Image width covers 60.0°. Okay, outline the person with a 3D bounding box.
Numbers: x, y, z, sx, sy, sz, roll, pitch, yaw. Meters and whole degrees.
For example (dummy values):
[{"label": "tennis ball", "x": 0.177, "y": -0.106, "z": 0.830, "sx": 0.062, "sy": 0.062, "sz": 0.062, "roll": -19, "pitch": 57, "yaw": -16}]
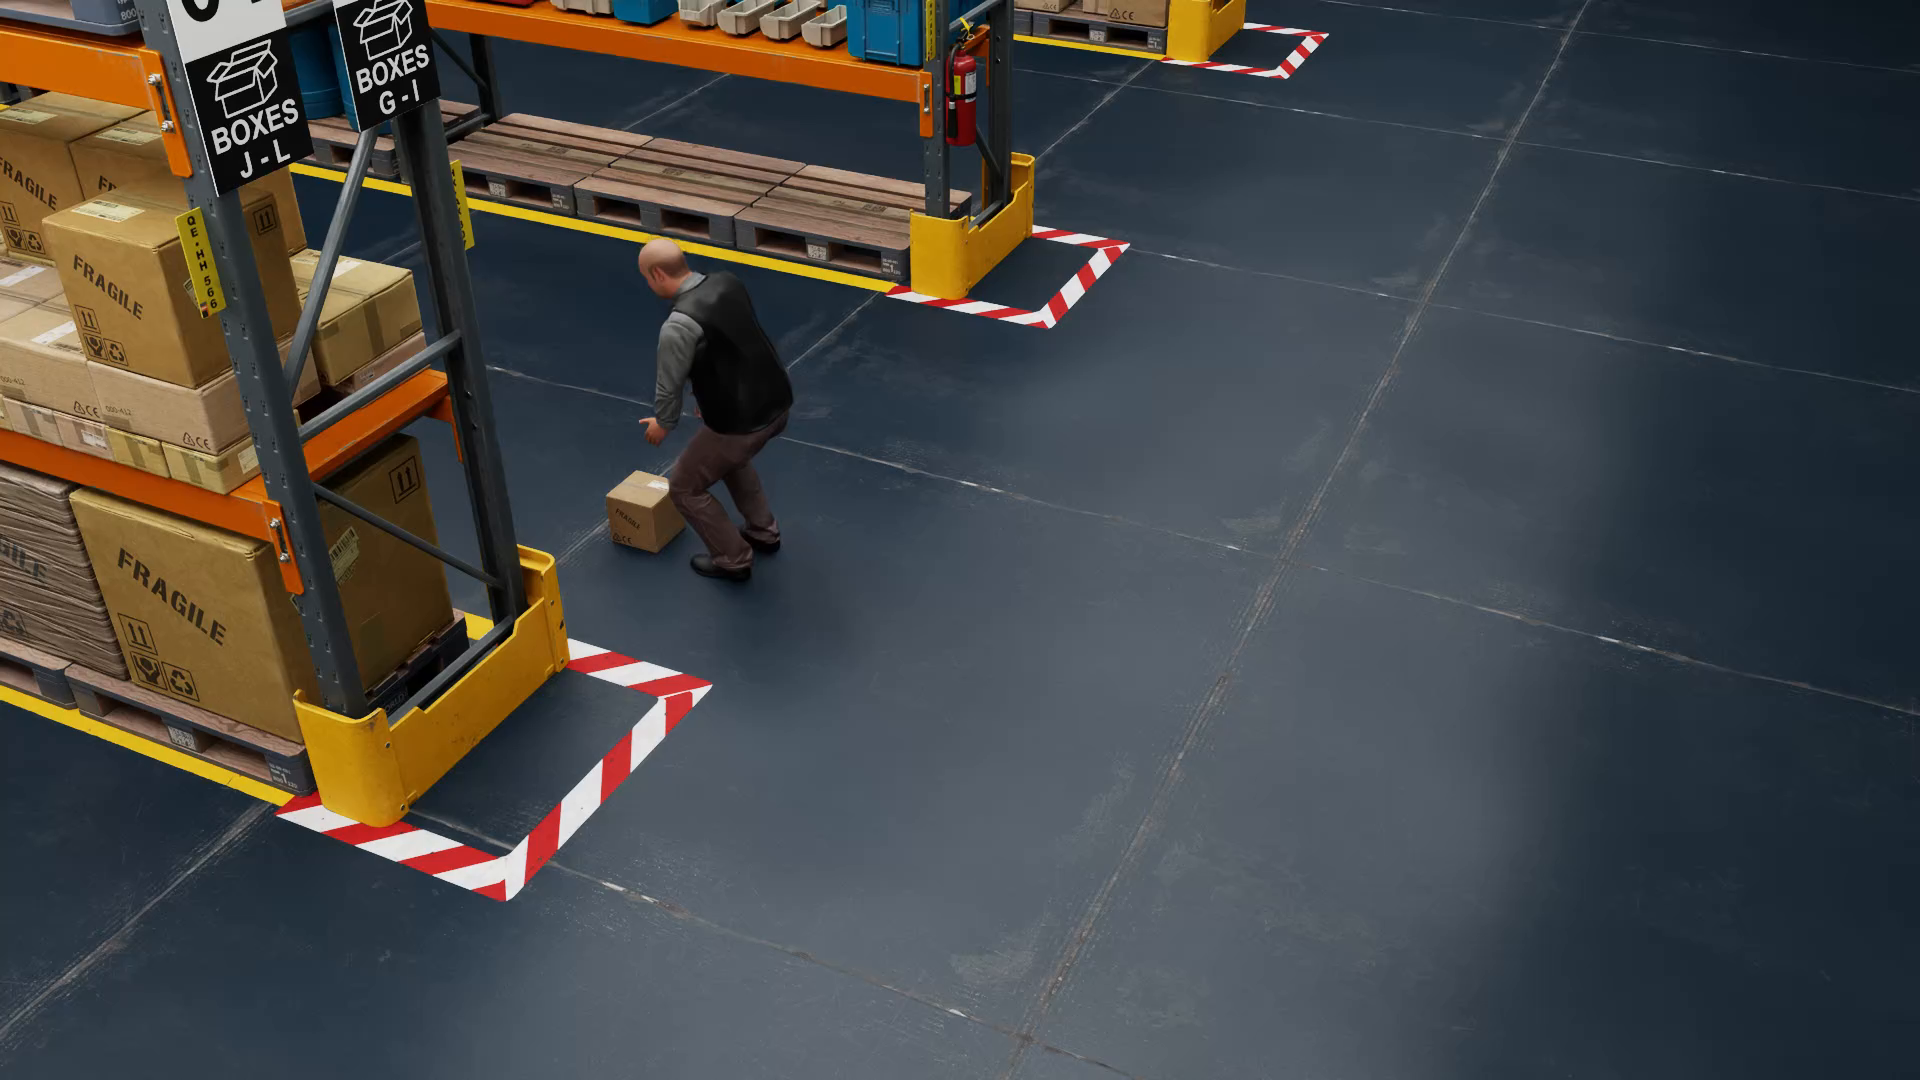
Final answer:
[{"label": "person", "x": -1.045, "y": -0.535, "z": 7.168, "sx": 0.602, "sy": 1.516, "sz": 0.586, "roll": 15, "pitch": 36, "yaw": 21}]
